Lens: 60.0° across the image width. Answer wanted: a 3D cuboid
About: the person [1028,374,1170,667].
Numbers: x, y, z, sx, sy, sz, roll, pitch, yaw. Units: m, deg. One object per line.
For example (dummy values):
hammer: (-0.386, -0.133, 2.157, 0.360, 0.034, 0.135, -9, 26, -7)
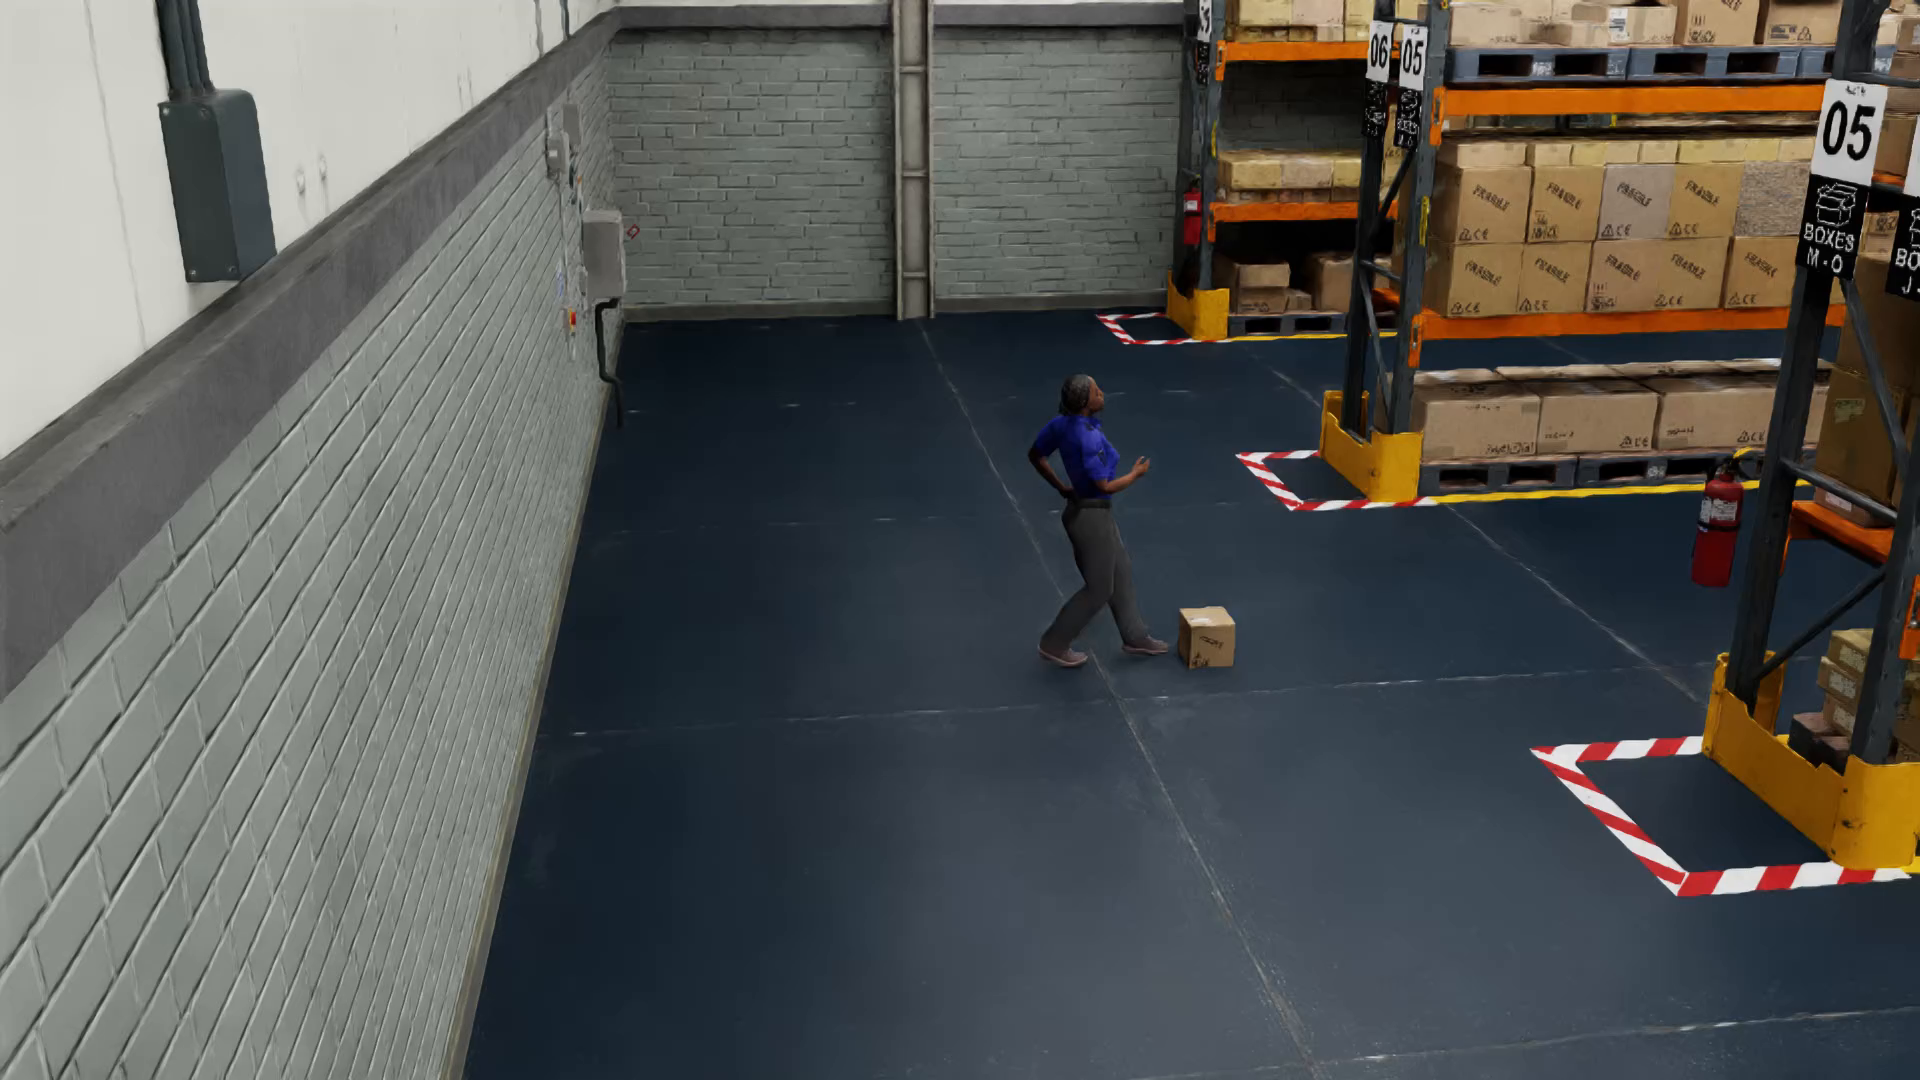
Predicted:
person: (0.788, -0.097, 8.872, 0.795, 1.635, 0.535, -2, 20, -6)
